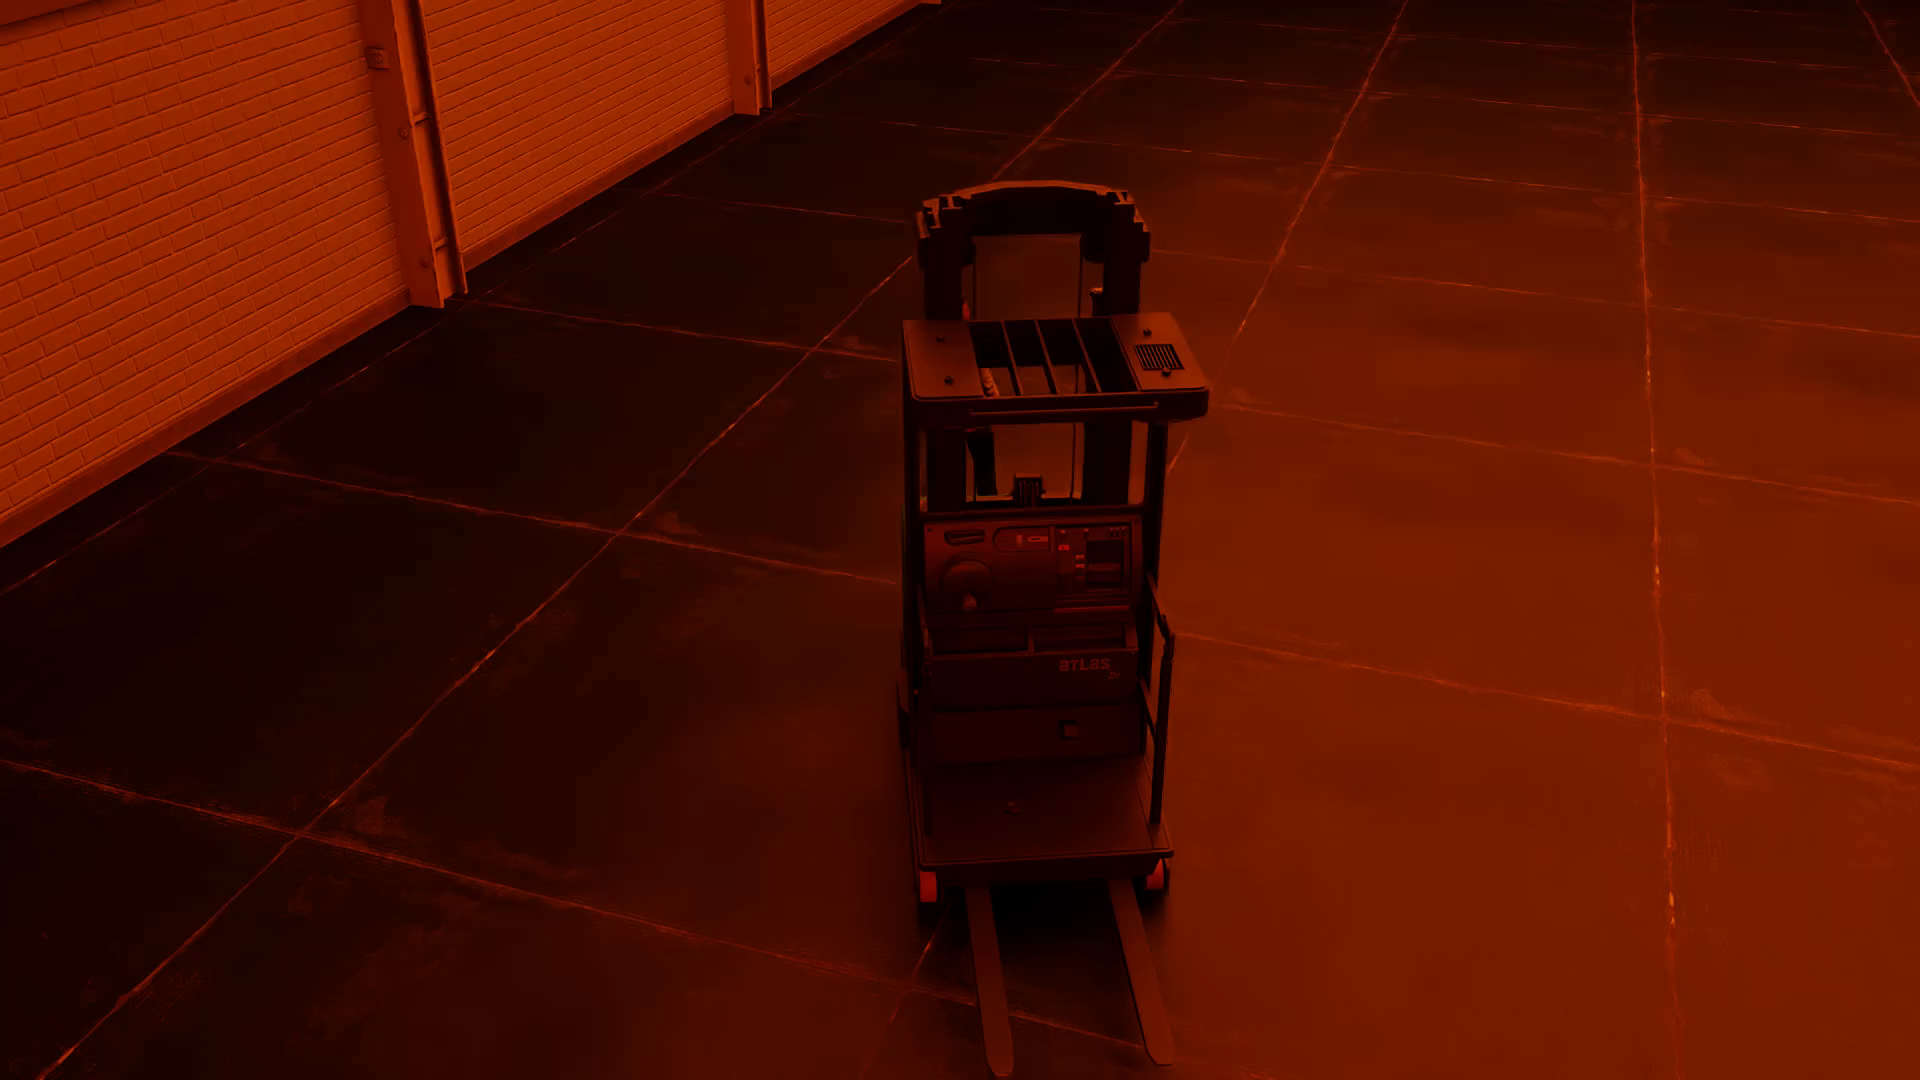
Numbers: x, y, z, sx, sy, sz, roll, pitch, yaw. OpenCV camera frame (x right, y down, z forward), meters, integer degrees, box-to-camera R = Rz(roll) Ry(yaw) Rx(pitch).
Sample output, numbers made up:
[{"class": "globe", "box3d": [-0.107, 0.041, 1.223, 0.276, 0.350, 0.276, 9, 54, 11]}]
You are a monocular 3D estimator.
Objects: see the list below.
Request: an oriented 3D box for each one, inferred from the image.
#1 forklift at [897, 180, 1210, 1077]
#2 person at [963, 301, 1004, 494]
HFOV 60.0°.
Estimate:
[{"class": "forklift", "box3d": [0.332, 0.146, 6.881, 1.130, 2.935, 3.031, -2, 30, -4]}, {"class": "person", "box3d": [0.037, -0.732, 9.754, 0.520, 1.596, 0.476, 10, 31, 16]}]
